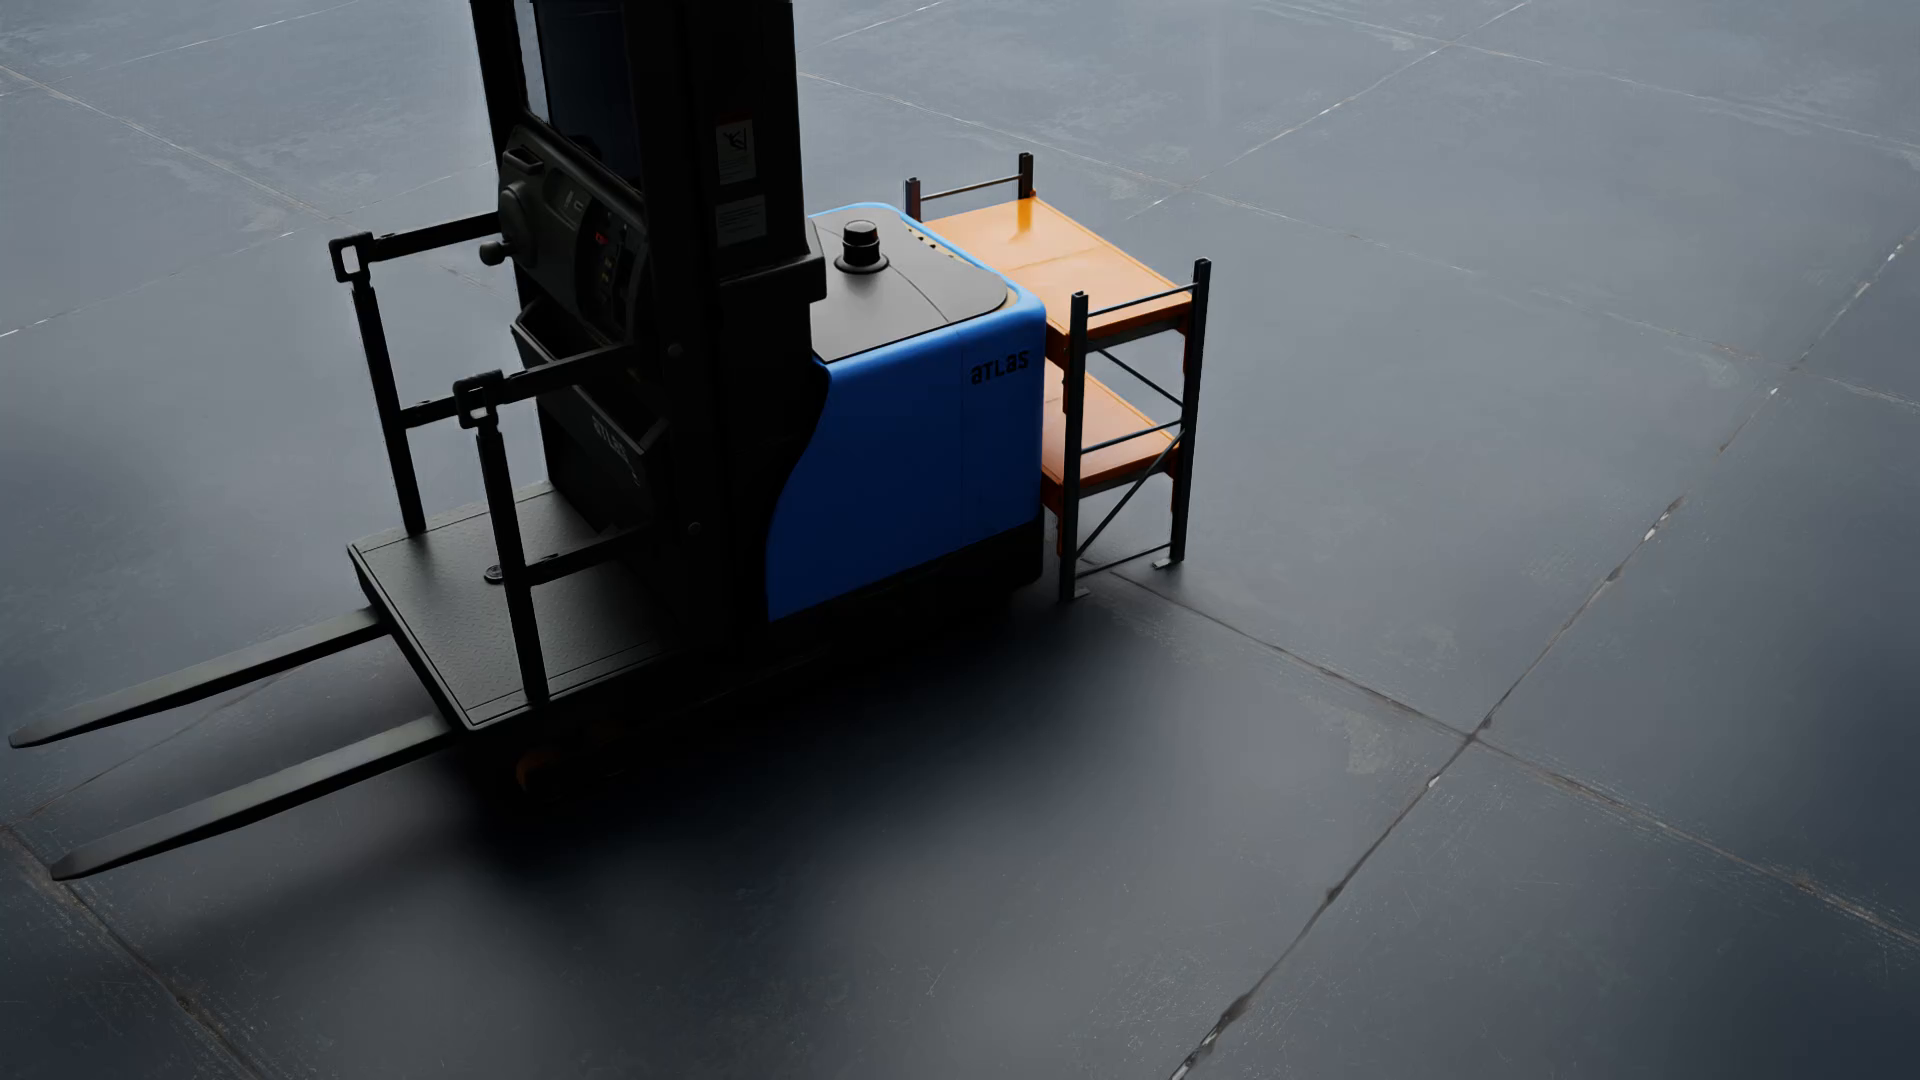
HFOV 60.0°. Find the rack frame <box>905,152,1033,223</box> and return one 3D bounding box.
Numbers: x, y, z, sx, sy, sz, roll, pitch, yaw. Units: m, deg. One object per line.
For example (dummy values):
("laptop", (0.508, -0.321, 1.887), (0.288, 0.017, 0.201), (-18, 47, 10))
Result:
("rack frame", (0.036, -0.827, 6.065), (0.500, 1.125, 0.032), (-18, 39, -25))

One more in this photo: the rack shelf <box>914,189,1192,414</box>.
("rack shelf", (0.294, -0.821, 5.539), (0.538, 0.278, 1.000), (-18, 39, -25))

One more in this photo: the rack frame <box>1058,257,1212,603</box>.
("rack frame", (0.552, -0.332, 5.344), (0.500, 1.125, 0.032), (-18, 39, -25))

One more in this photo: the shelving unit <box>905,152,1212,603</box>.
("shelving unit", (0.294, -0.579, 5.705), (0.538, 1.125, 1.048), (-18, 39, -25))

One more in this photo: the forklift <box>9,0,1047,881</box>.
("forklift", (-1.228, -0.800, 4.431), (3.031, 2.935, 1.130), (-21, 40, -28))

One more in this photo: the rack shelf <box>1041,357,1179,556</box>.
("rack shelf", (0.294, -0.378, 5.843), (0.538, 0.278, 1.000), (-18, 39, -25))
